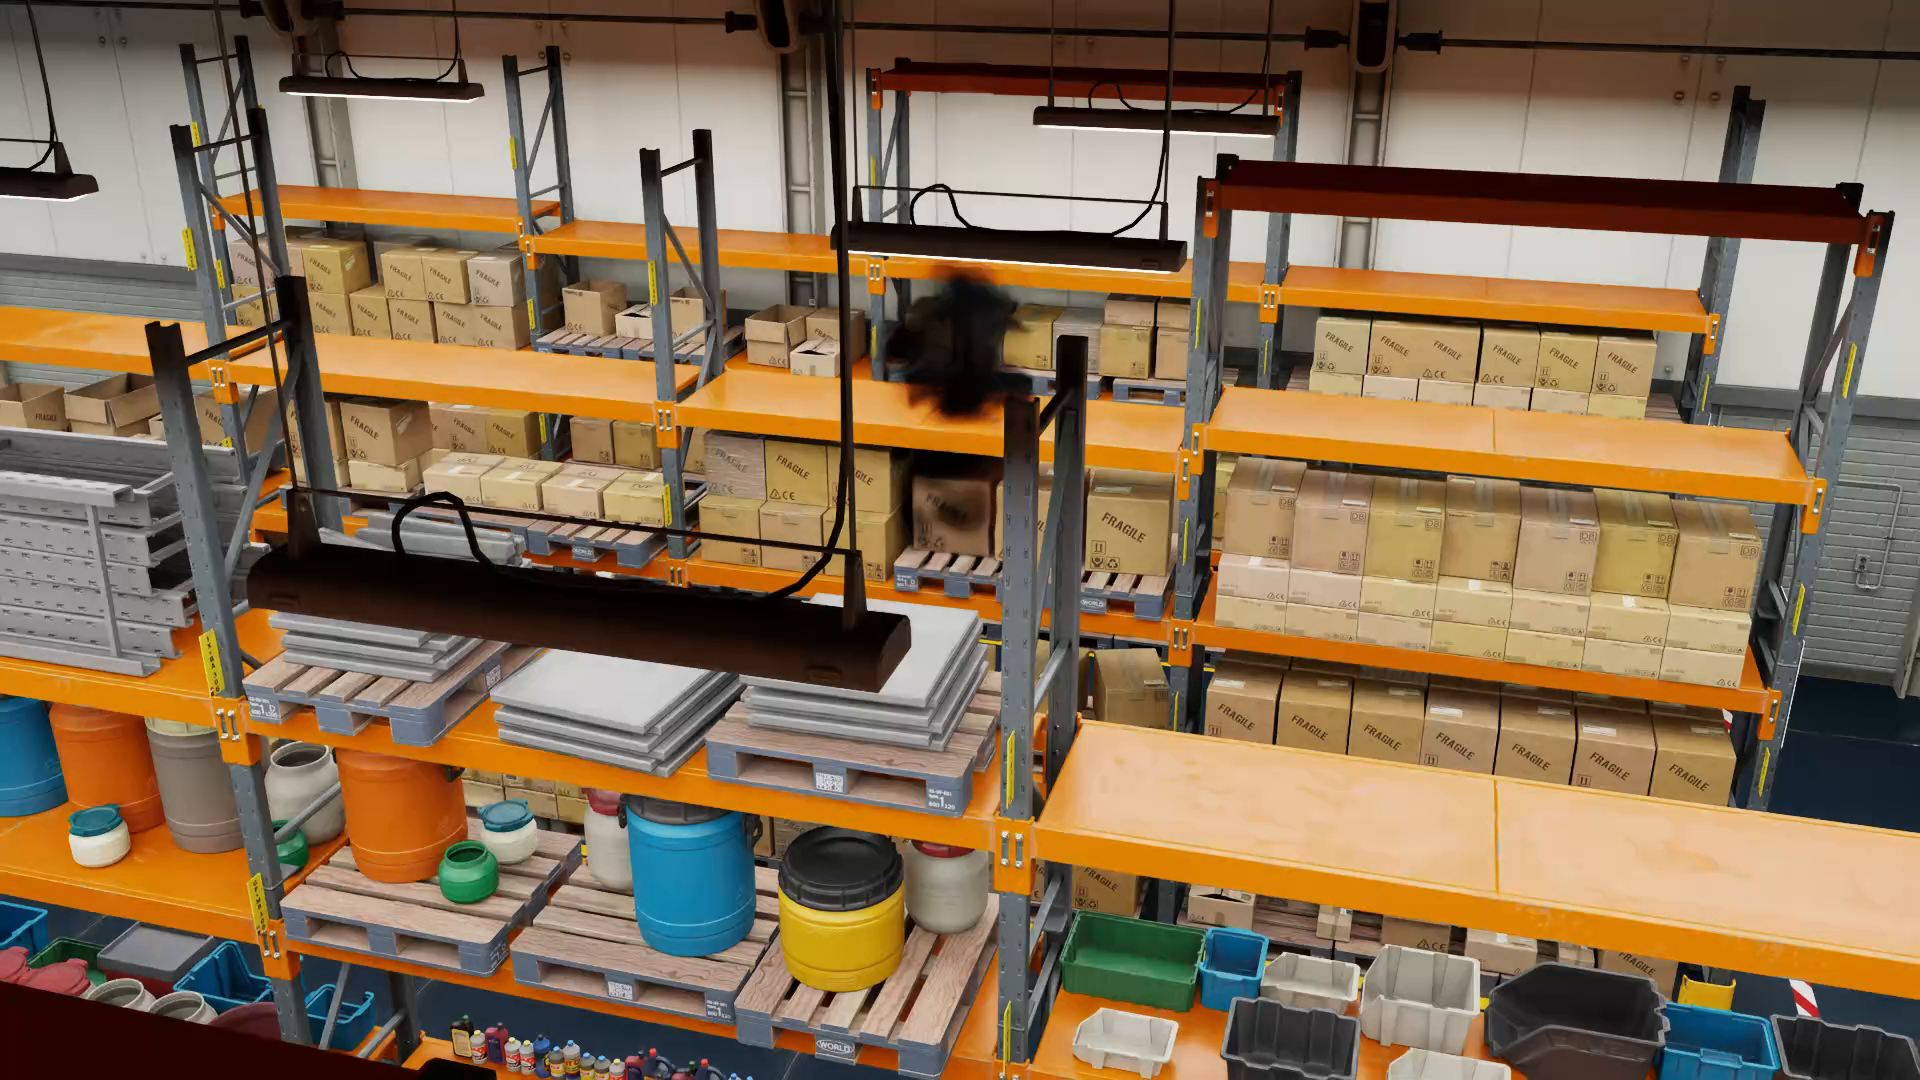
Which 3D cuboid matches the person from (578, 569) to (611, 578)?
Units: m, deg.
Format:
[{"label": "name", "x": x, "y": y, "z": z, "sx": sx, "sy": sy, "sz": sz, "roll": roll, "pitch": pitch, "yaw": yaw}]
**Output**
[{"label": "person", "x": -3.576, "y": 0.911, "z": 16.223, "sx": 0.991, "sy": 1.761, "sz": 0.696, "roll": 5, "pitch": 23, "yaw": 13}]
